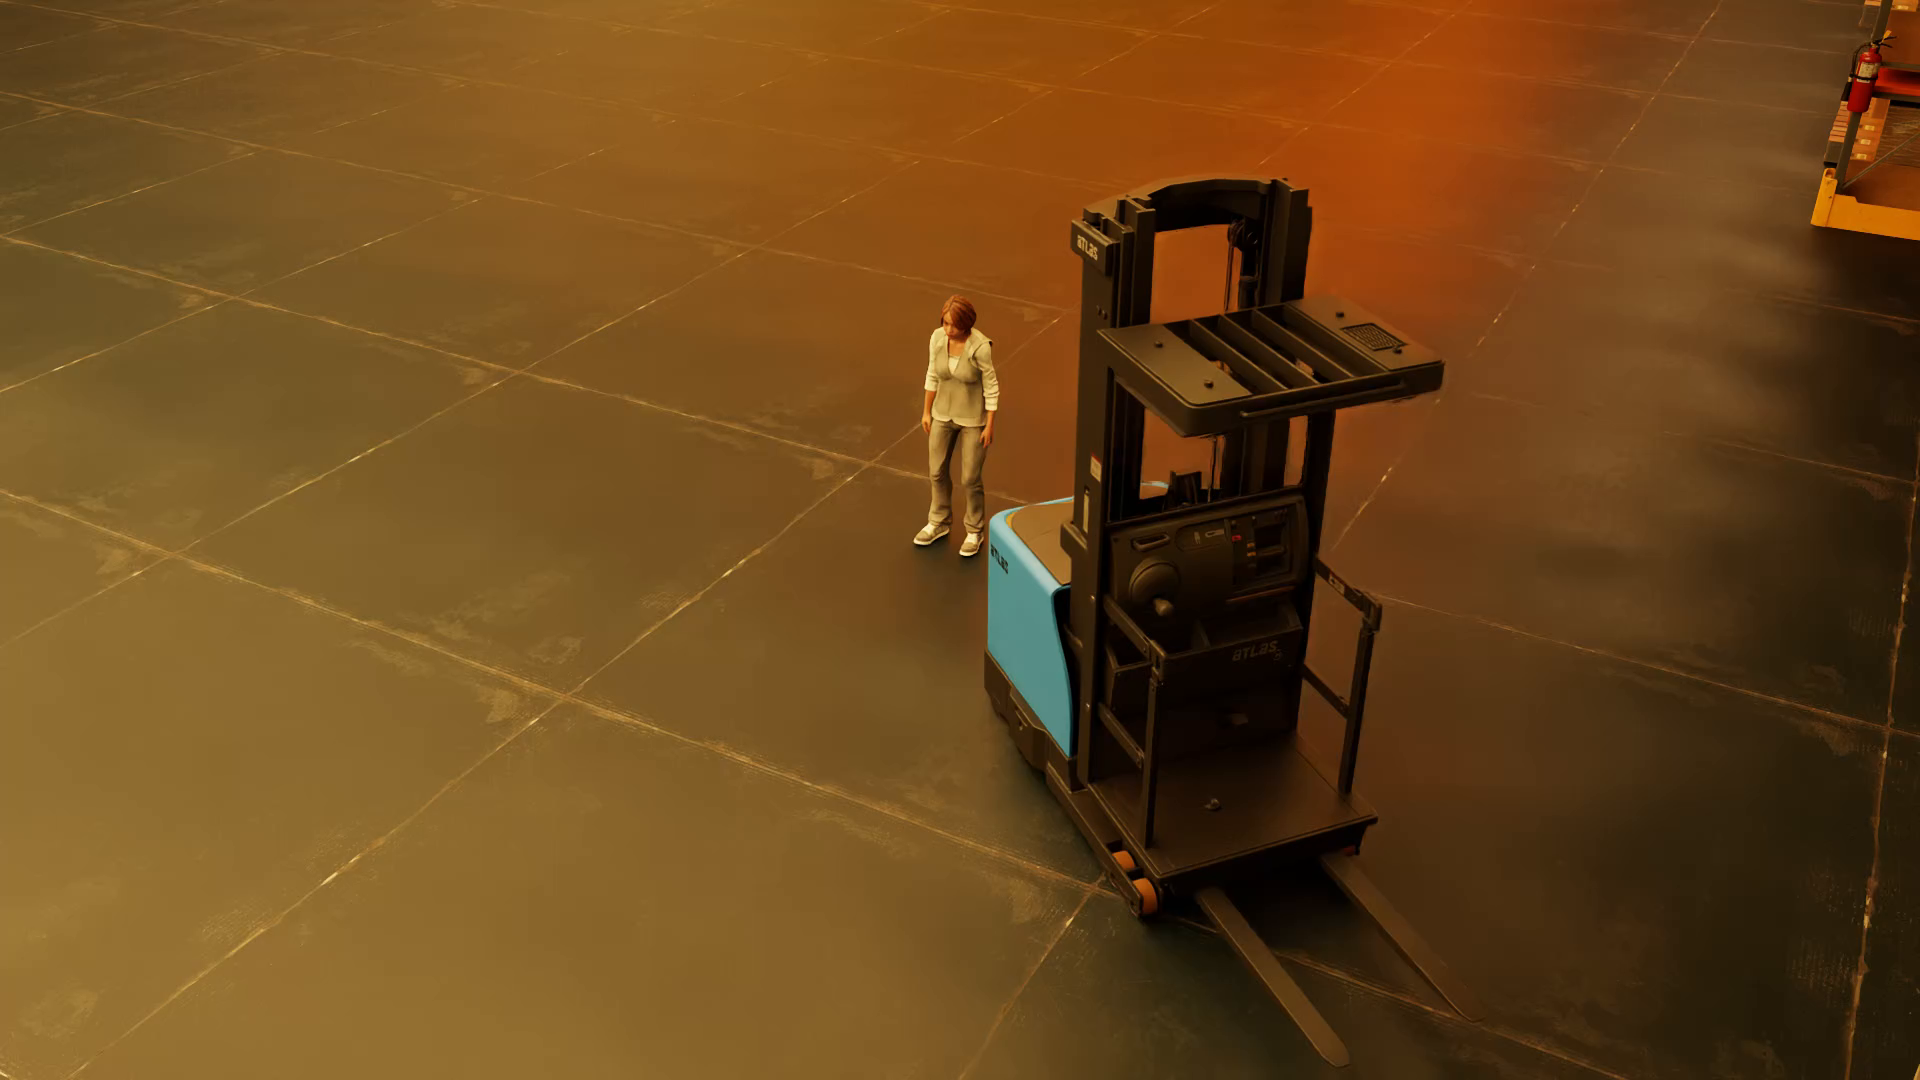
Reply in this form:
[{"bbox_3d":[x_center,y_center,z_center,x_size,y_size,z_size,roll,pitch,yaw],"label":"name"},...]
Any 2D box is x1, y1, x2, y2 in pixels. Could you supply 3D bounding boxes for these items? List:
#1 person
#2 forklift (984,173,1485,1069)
[{"bbox_3d":[-0.005,-0.674,9.590,0.467,1.581,0.344,14,33,23],"label":"person"},{"bbox_3d":[1.144,0.118,6.866,1.130,2.935,3.031,-11,32,-19],"label":"forklift"}]
